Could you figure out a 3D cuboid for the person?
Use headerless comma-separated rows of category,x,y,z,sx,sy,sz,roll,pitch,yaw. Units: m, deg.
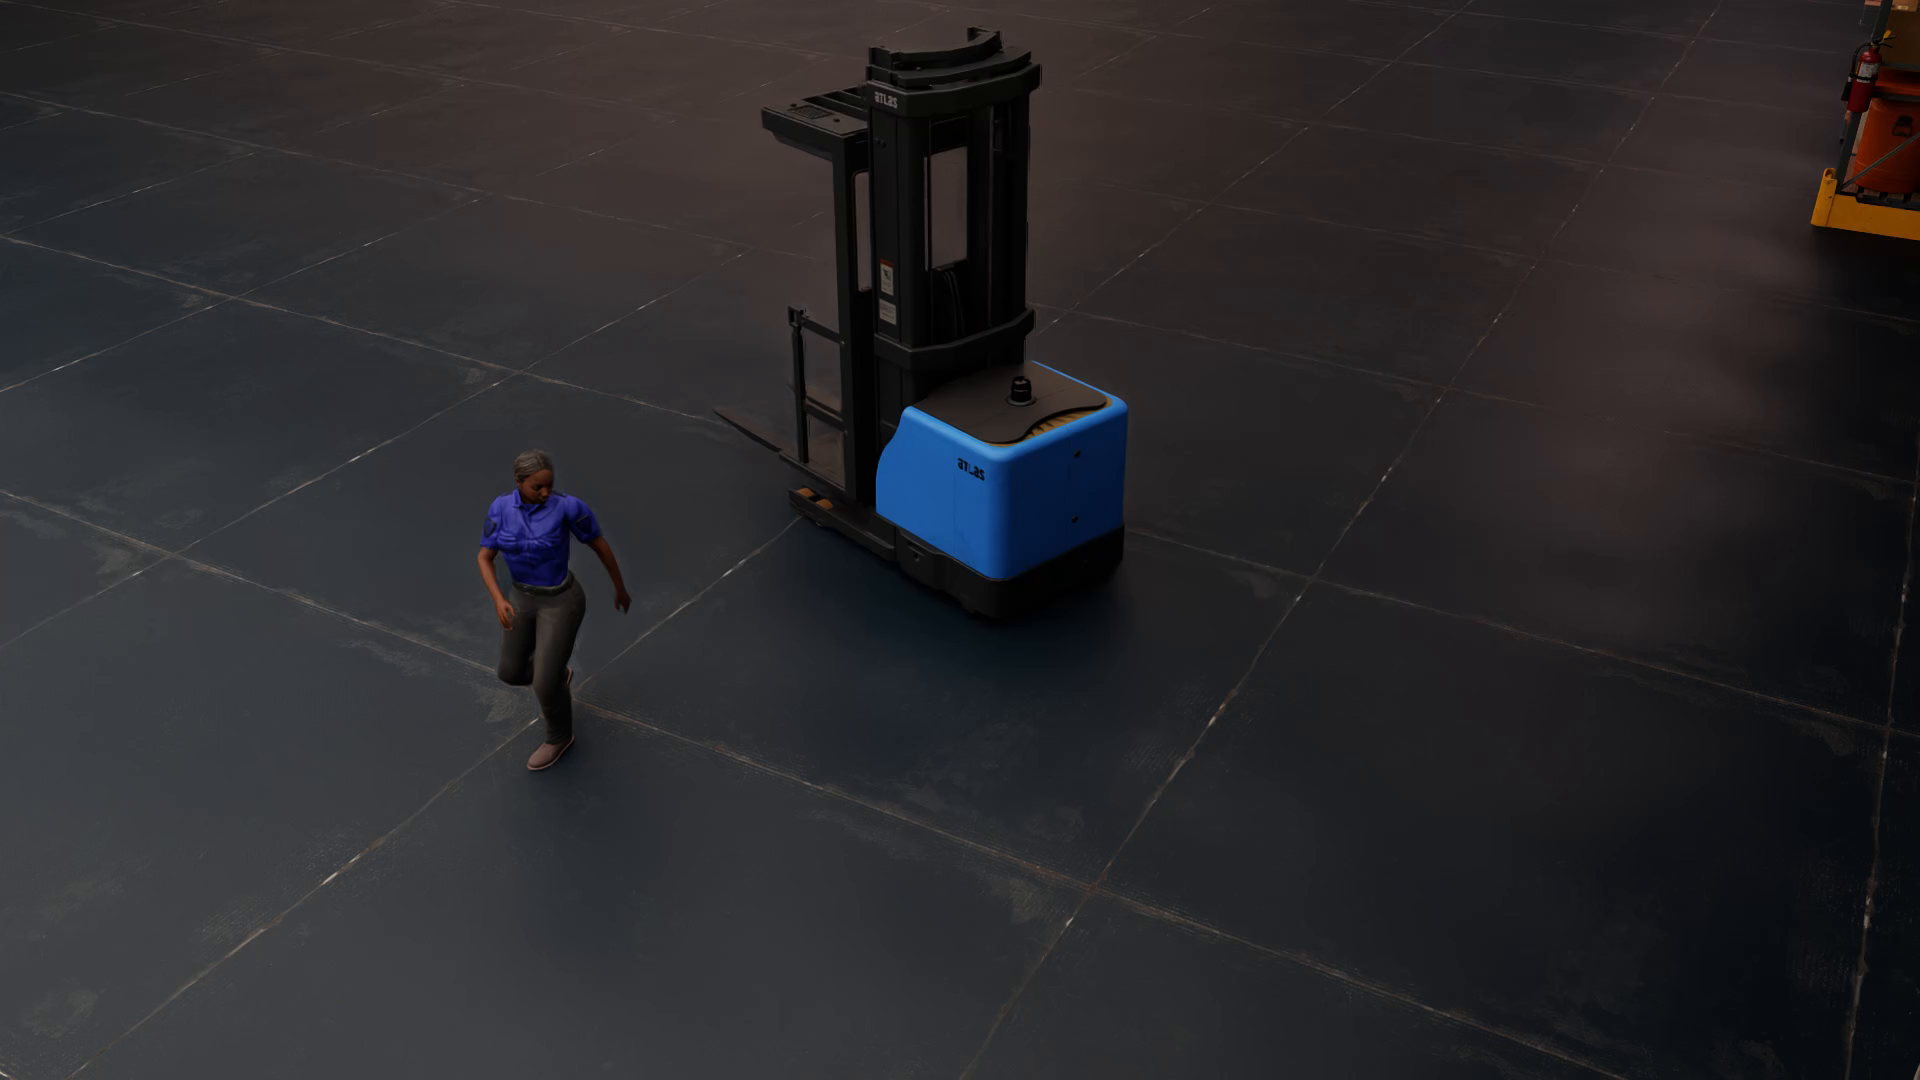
person,-1.946,0.309,7.880,0.600,1.603,0.603,11,32,18

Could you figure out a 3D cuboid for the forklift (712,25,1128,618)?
forklift,-0.403,-1.498,9.667,1.130,2.935,3.031,-24,38,-35
